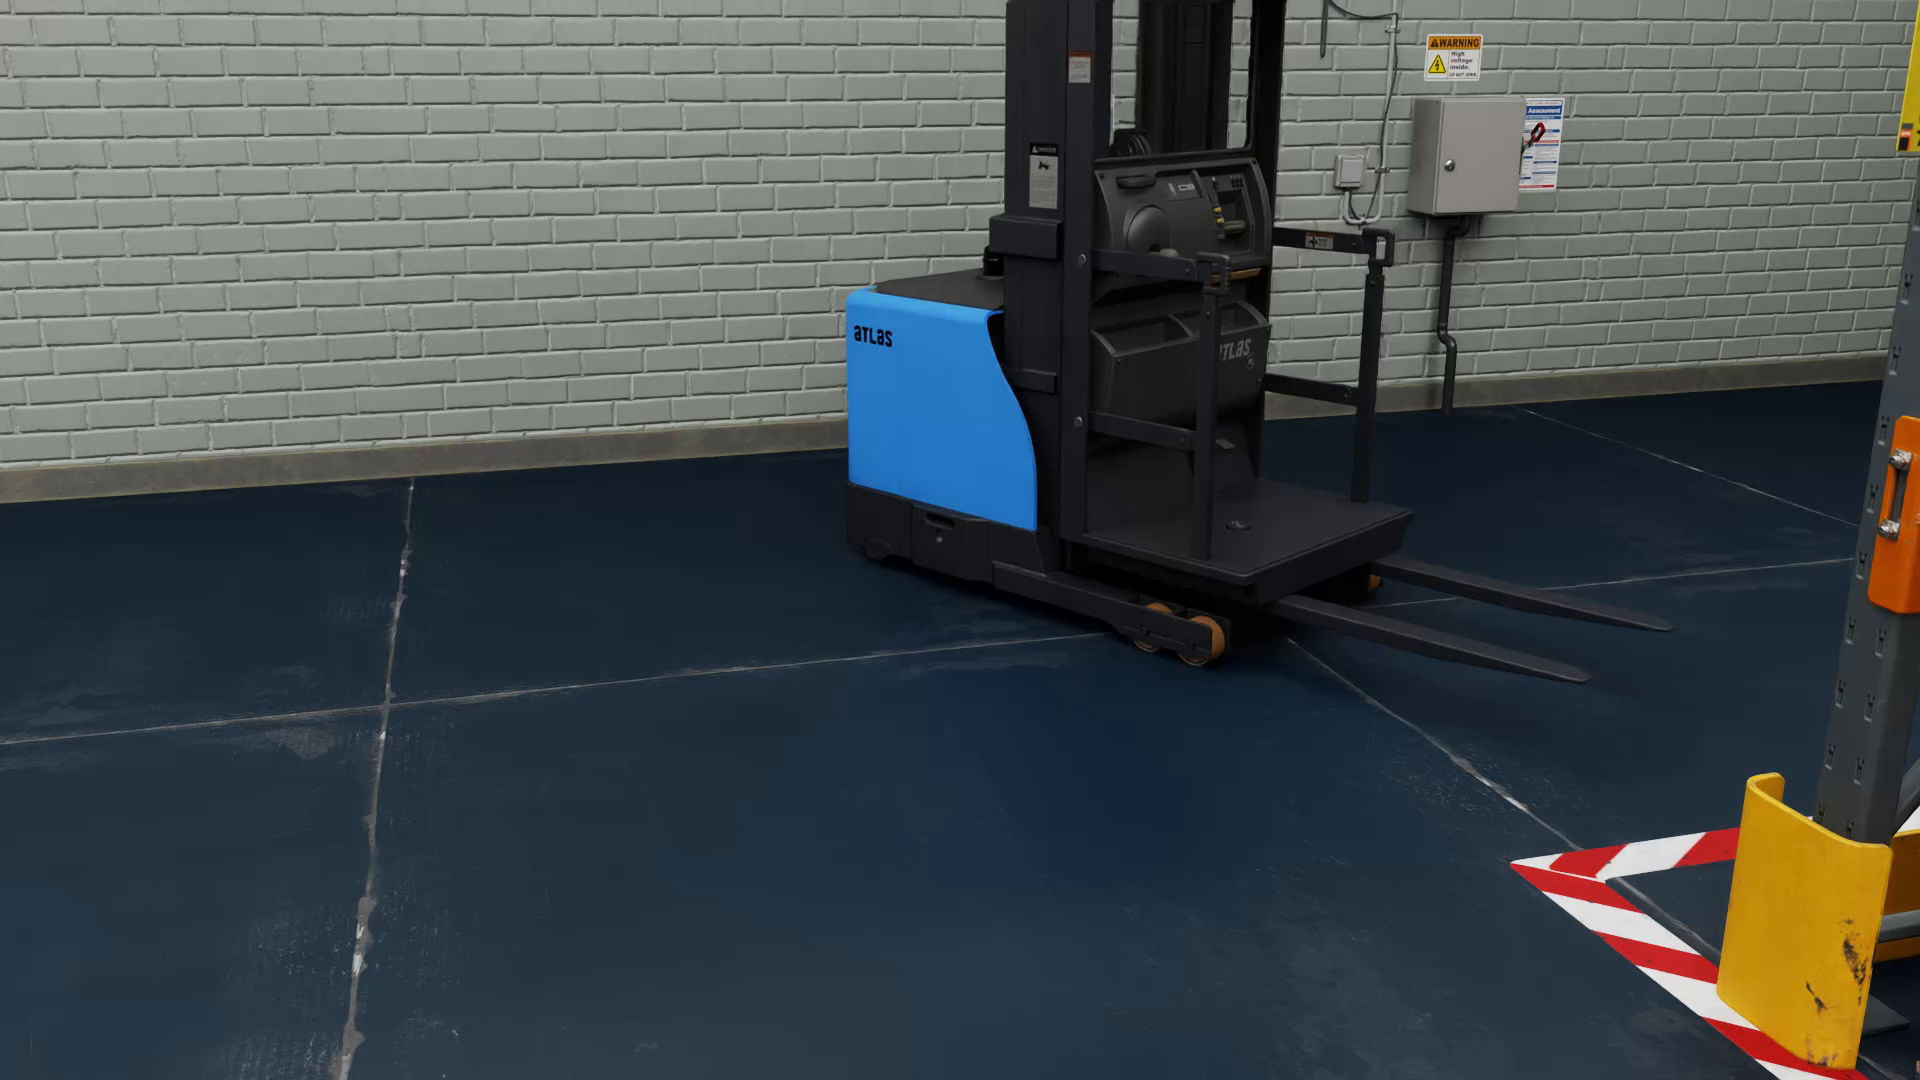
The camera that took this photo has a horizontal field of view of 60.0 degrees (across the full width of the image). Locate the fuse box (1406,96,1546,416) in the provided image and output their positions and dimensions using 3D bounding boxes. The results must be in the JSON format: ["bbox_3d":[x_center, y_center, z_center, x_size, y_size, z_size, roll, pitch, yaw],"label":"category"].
[{"bbox_3d":[2.745,-1.510,9.005,0.539,1.711,0.414,-5,17,-15],"label":"fuse box"}]

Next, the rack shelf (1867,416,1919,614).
[{"bbox_3d":[2.807,0.454,1.477,1.077,0.370,4.000,-5,17,-15],"label":"rack shelf"}]

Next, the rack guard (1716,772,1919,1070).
[{"bbox_3d":[2.250,0.747,3.597,1.175,0.500,0.348,-5,17,-15],"label":"rack guard"}]

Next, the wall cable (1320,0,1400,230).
[{"bbox_3d":[2.045,-2.603,8.639,0.588,1.984,0.122,-5,17,-15],"label":"wall cable"}]

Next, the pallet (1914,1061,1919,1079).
[{"bbox_3d":[2.552,1.107,2.900,1.003,0.211,1.213,-5,17,-15],"label":"pallet"}]

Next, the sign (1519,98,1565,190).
[{"bbox_3d":[3.163,-2.178,9.154,0.329,0.494,0.001,-5,17,-15],"label":"sign"}]

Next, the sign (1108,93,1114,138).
[{"bbox_3d":[0.622,-2.144,8.406,0.327,0.218,0.001,-5,17,-15],"label":"sign"}]

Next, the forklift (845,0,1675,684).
[{"bbox_3d":[0.947,-1.151,5.689,3.031,2.935,1.130,16,23,42],"label":"forklift"}]

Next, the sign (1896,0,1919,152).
[{"bbox_3d":[1.722,-0.854,2.938,0.100,0.325,0.005,-5,17,-15],"label":"sign"}]

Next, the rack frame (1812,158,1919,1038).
[{"bbox_3d":[2.257,-0.444,3.215,1.000,3.000,0.127,-5,17,-15],"label":"rack frame"}]

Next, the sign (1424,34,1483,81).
[{"bbox_3d":[2.635,-2.576,8.877,0.339,0.242,0.001,-5,17,-15],"label":"sign"}]
